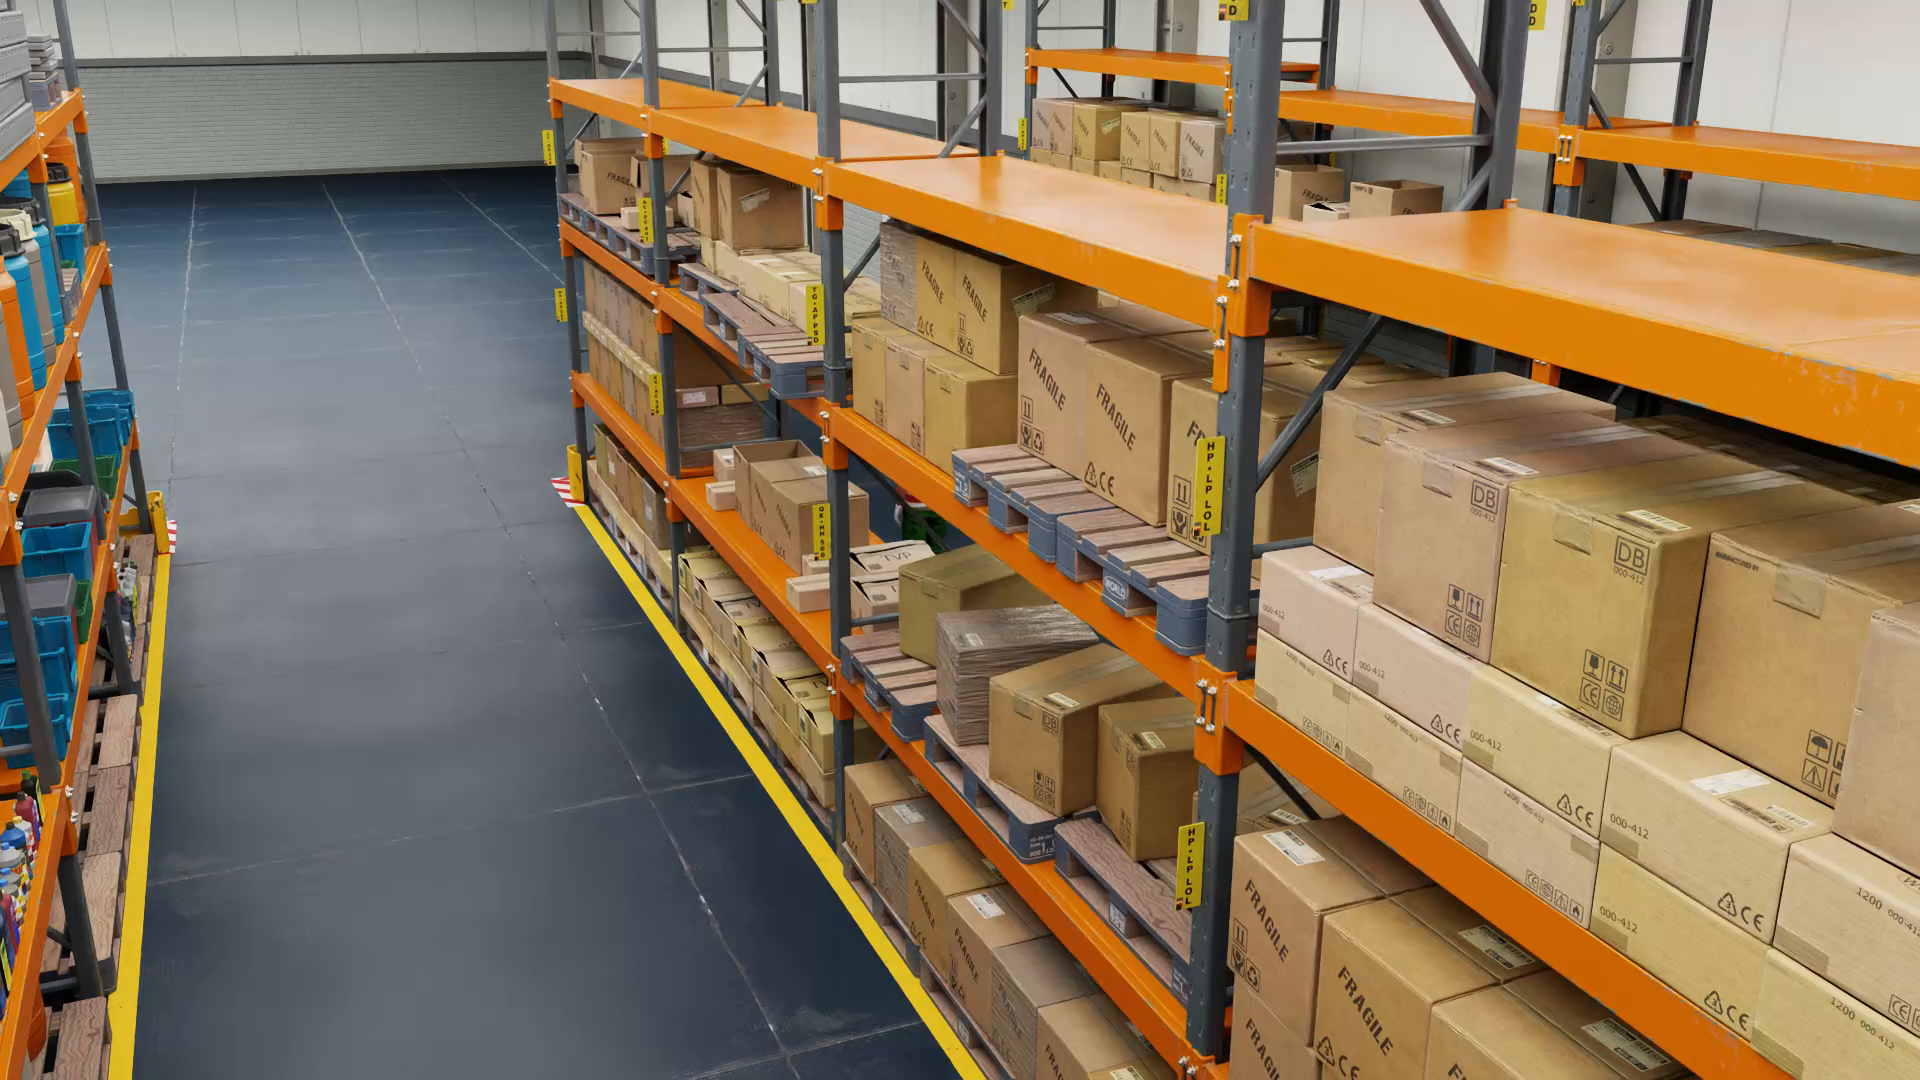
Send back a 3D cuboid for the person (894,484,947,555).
[{"bbox_3d":[-0.316,-0.303,13.741,0.539,1.795,0.605,-8,20,-21],"label":"person"}]
